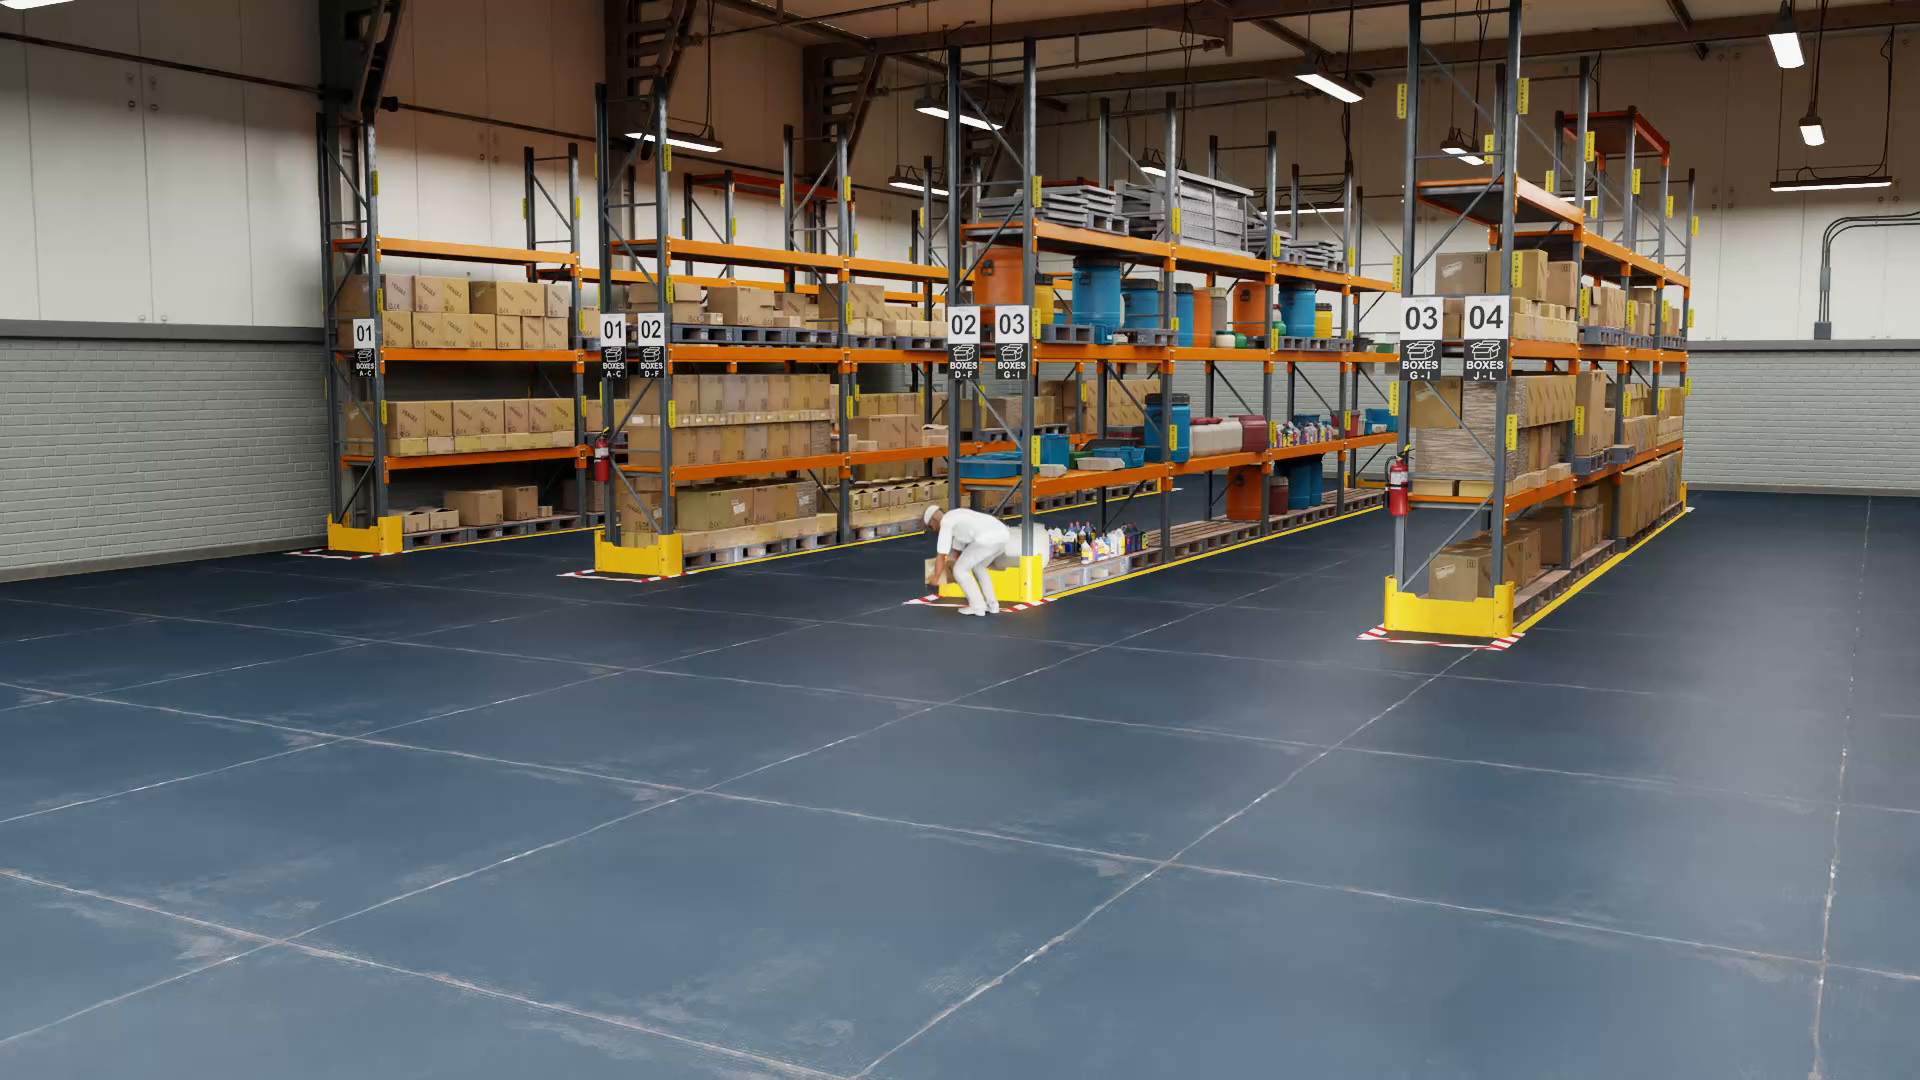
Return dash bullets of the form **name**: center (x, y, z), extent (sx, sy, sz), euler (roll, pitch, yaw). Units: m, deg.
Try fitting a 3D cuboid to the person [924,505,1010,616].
- **person**: center (0.041, 0.203, 17.294), extent (0.965, 1.099, 0.514), euler (4, 7, 33)
